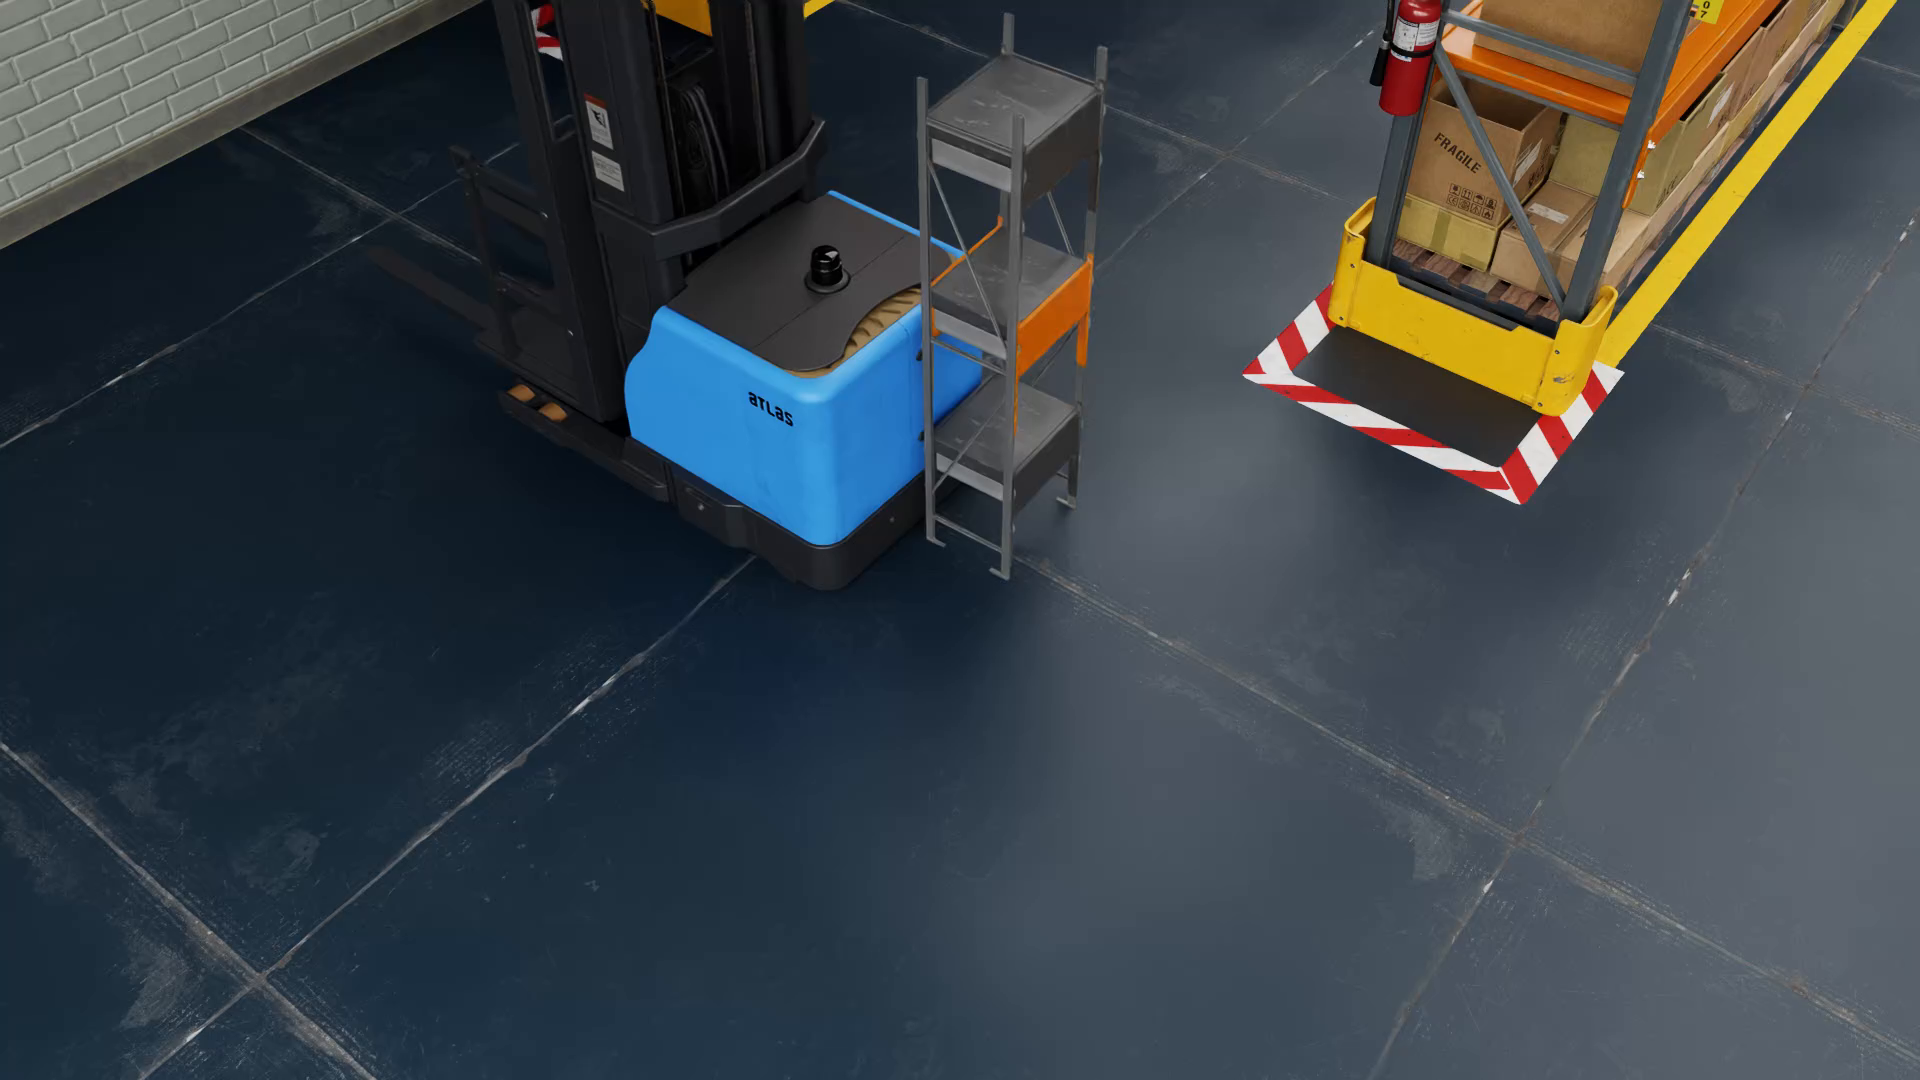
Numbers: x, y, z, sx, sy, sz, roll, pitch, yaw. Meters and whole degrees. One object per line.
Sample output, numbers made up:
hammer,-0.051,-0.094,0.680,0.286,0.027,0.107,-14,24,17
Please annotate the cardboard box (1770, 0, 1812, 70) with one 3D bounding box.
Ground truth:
cardboard box,3.984,-2.740,8.386,0.500,0.500,0.500,29,53,25

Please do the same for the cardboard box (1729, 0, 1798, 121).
cardboard box,3.690,-2.448,8.106,0.500,0.500,0.500,29,53,25

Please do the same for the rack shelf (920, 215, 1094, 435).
rack shelf,0.171,-0.785,6.067,0.431,0.518,0.480,27,52,23

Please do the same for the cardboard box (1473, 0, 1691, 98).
cardboard box,2.562,-2.224,6.731,0.700,0.500,0.500,29,53,25

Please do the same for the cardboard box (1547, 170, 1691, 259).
cardboard box,3.073,-1.619,7.833,0.500,0.250,0.500,29,53,25

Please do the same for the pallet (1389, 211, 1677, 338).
pallet,2.701,-1.421,7.961,1.003,0.211,1.213,29,53,25

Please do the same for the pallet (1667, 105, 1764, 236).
pallet,3.447,-2.116,8.625,1.003,0.211,1.213,29,53,25

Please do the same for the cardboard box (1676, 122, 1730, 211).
cardboard box,3.379,-1.905,8.107,0.500,0.250,0.500,29,53,25

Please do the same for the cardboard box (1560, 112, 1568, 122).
cardboard box,2.959,-2.399,8.060,0.500,0.500,0.500,29,53,25

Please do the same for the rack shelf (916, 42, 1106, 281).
rack shelf,0.171,-1.269,5.561,0.431,0.518,0.480,27,52,23

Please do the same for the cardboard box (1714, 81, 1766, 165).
cardboard box,3.689,-2.189,8.378,0.500,0.250,0.500,29,53,25

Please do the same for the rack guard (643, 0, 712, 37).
rack guard,-1.609,-3.296,9.552,1.175,0.500,0.348,29,53,25

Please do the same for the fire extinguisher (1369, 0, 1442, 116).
fire extinguisher,1.827,-2.039,6.677,0.296,0.674,0.183,29,53,25

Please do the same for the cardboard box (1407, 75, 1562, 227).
cardboard box,2.359,-1.820,7.507,0.500,0.500,0.500,29,53,25

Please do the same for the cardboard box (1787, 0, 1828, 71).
cardboard box,4.288,-2.768,8.931,0.500,0.250,0.500,29,53,25

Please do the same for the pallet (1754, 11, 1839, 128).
pallet,4.193,-2.817,9.295,1.003,0.211,1.213,29,53,25

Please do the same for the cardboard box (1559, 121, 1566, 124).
cardboard box,2.961,-2.139,8.330,0.500,0.250,0.500,29,53,25

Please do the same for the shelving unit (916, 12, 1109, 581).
shelving unit,0.171,-0.795,6.057,0.431,2.100,0.503,27,52,23

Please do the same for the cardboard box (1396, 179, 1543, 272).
cardboard box,2.361,-1.560,7.777,0.500,0.250,0.500,29,53,25

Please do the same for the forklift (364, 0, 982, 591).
forklift,-1.369,-1.708,6.354,3.031,2.935,1.130,30,53,25

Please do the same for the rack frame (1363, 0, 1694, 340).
rack frame,2.266,-1.928,6.517,1.000,3.000,0.127,29,53,25

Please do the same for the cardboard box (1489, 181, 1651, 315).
cardboard box,2.770,-1.331,7.559,0.500,0.250,0.500,29,53,25

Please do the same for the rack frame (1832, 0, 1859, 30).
rack frame,4.712,-4.217,8.703,1.000,3.000,0.127,29,53,25

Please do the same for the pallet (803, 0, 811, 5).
pallet,-1.085,-3.645,10.086,1.003,0.211,1.213,29,53,25

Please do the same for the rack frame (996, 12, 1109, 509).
rack frame,0.312,-0.939,6.195,0.400,2.100,0.015,27,52,23

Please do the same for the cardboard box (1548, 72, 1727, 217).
cardboard box,3.075,-1.877,7.562,0.500,0.500,0.500,29,53,25

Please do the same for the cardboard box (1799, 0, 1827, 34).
cardboard box,4.287,-3.028,8.661,0.500,0.500,0.500,29,53,25

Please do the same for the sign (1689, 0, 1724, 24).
sign,2.702,-2.005,5.938,0.100,0.325,0.005,29,53,25

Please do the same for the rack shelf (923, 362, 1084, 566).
rack shelf,0.171,-0.302,6.573,0.431,0.518,0.480,27,52,23

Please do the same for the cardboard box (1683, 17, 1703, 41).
cardboard box,2.879,-2.526,7.020,0.700,0.500,0.500,31,53,26

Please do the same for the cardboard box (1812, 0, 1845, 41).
cardboard box,4.601,-3.050,9.200,0.500,0.250,0.500,29,53,25

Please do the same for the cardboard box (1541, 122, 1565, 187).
cardboard box,2.657,-1.852,8.056,0.500,0.250,0.500,29,53,25

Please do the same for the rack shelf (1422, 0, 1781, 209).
rack shelf,3.489,-2.824,7.870,1.077,0.370,4.000,29,53,25

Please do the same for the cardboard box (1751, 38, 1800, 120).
cardboard box,3.994,-2.475,8.651,0.500,0.250,0.500,29,53,25

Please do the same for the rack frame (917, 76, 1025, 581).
rack frame,0.031,-0.651,5.919,0.400,2.100,0.015,27,52,23

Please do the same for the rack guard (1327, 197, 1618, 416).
rack guard,2.252,-1.051,7.408,1.175,0.500,0.348,29,53,25

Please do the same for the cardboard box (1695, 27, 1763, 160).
cardboard box,3.370,-2.169,7.840,0.500,0.500,0.500,29,53,25
